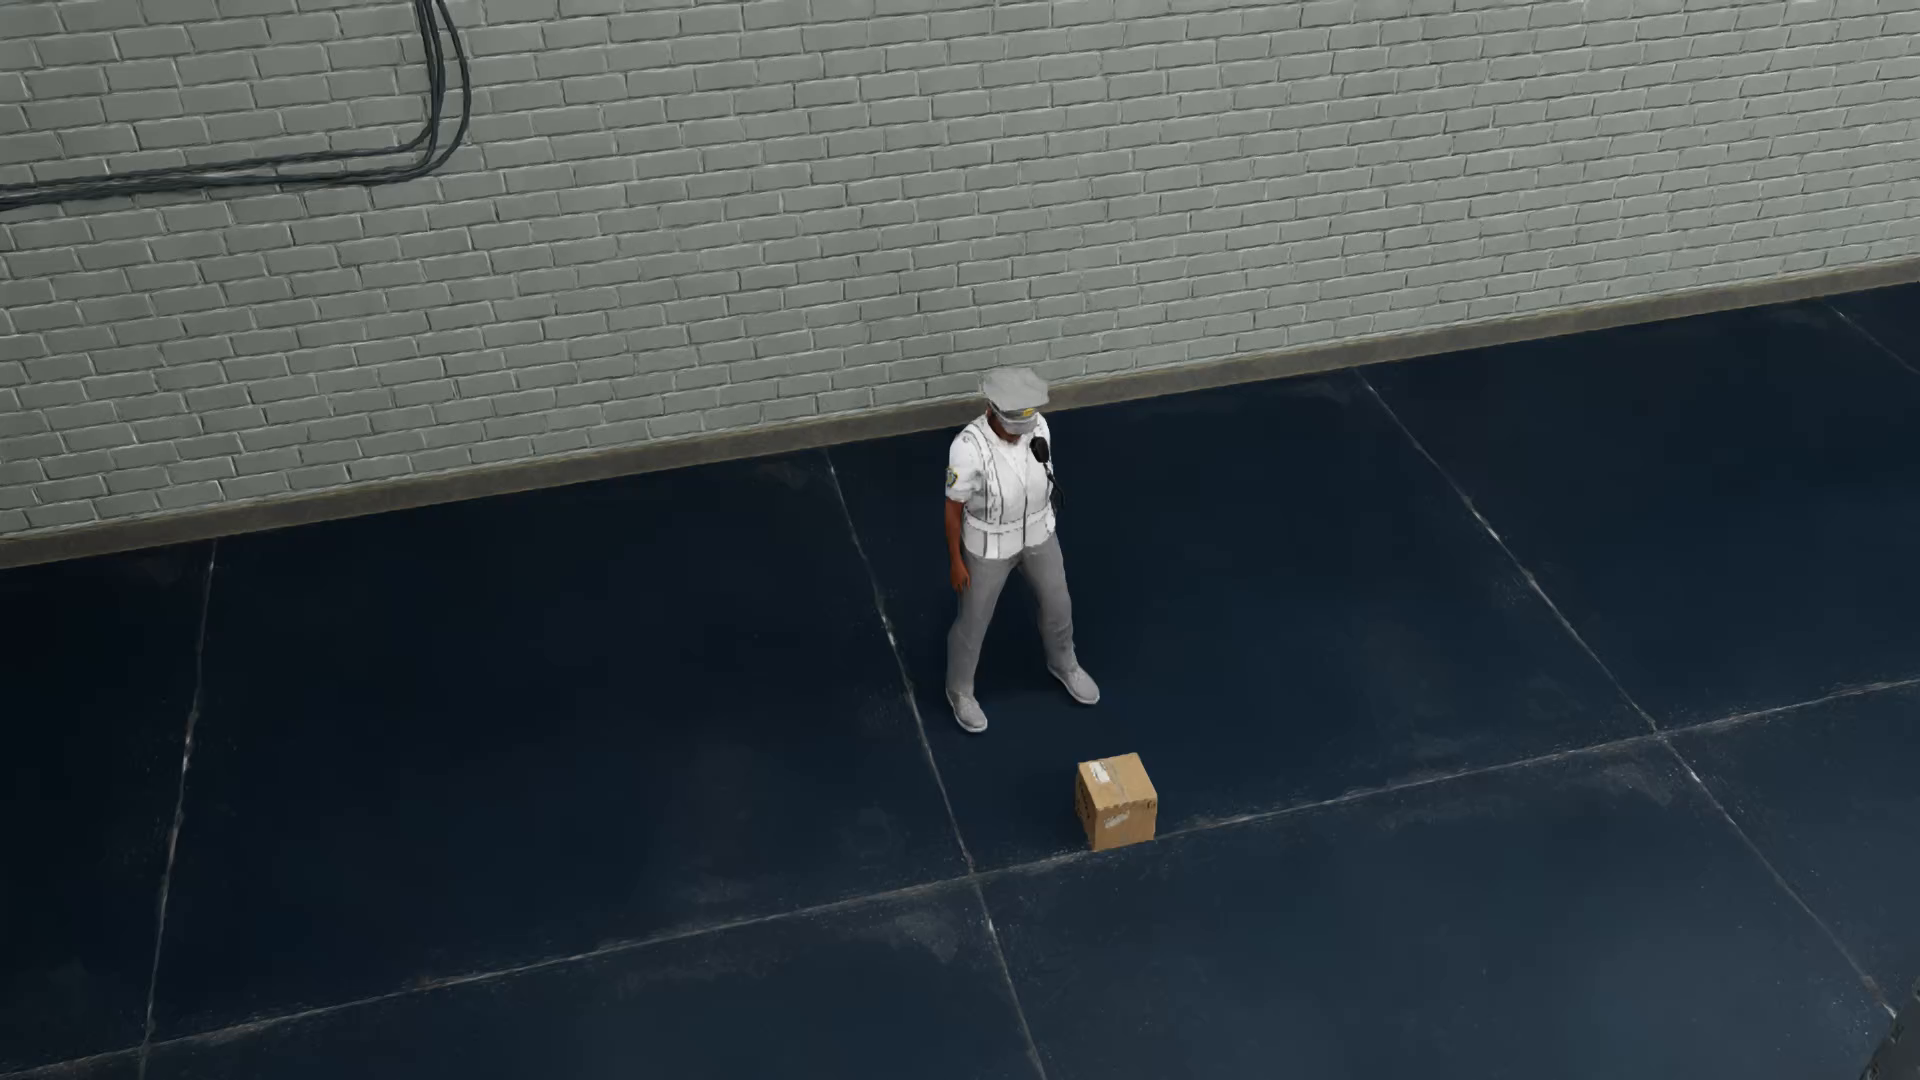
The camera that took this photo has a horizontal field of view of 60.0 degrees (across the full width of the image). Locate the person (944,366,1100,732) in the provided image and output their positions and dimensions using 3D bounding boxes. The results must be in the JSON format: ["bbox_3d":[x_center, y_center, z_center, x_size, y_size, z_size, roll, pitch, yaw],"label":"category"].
[{"bbox_3d":[0.252,0.024,6.656,0.623,1.656,0.429,-20,43,-24],"label":"person"}]
